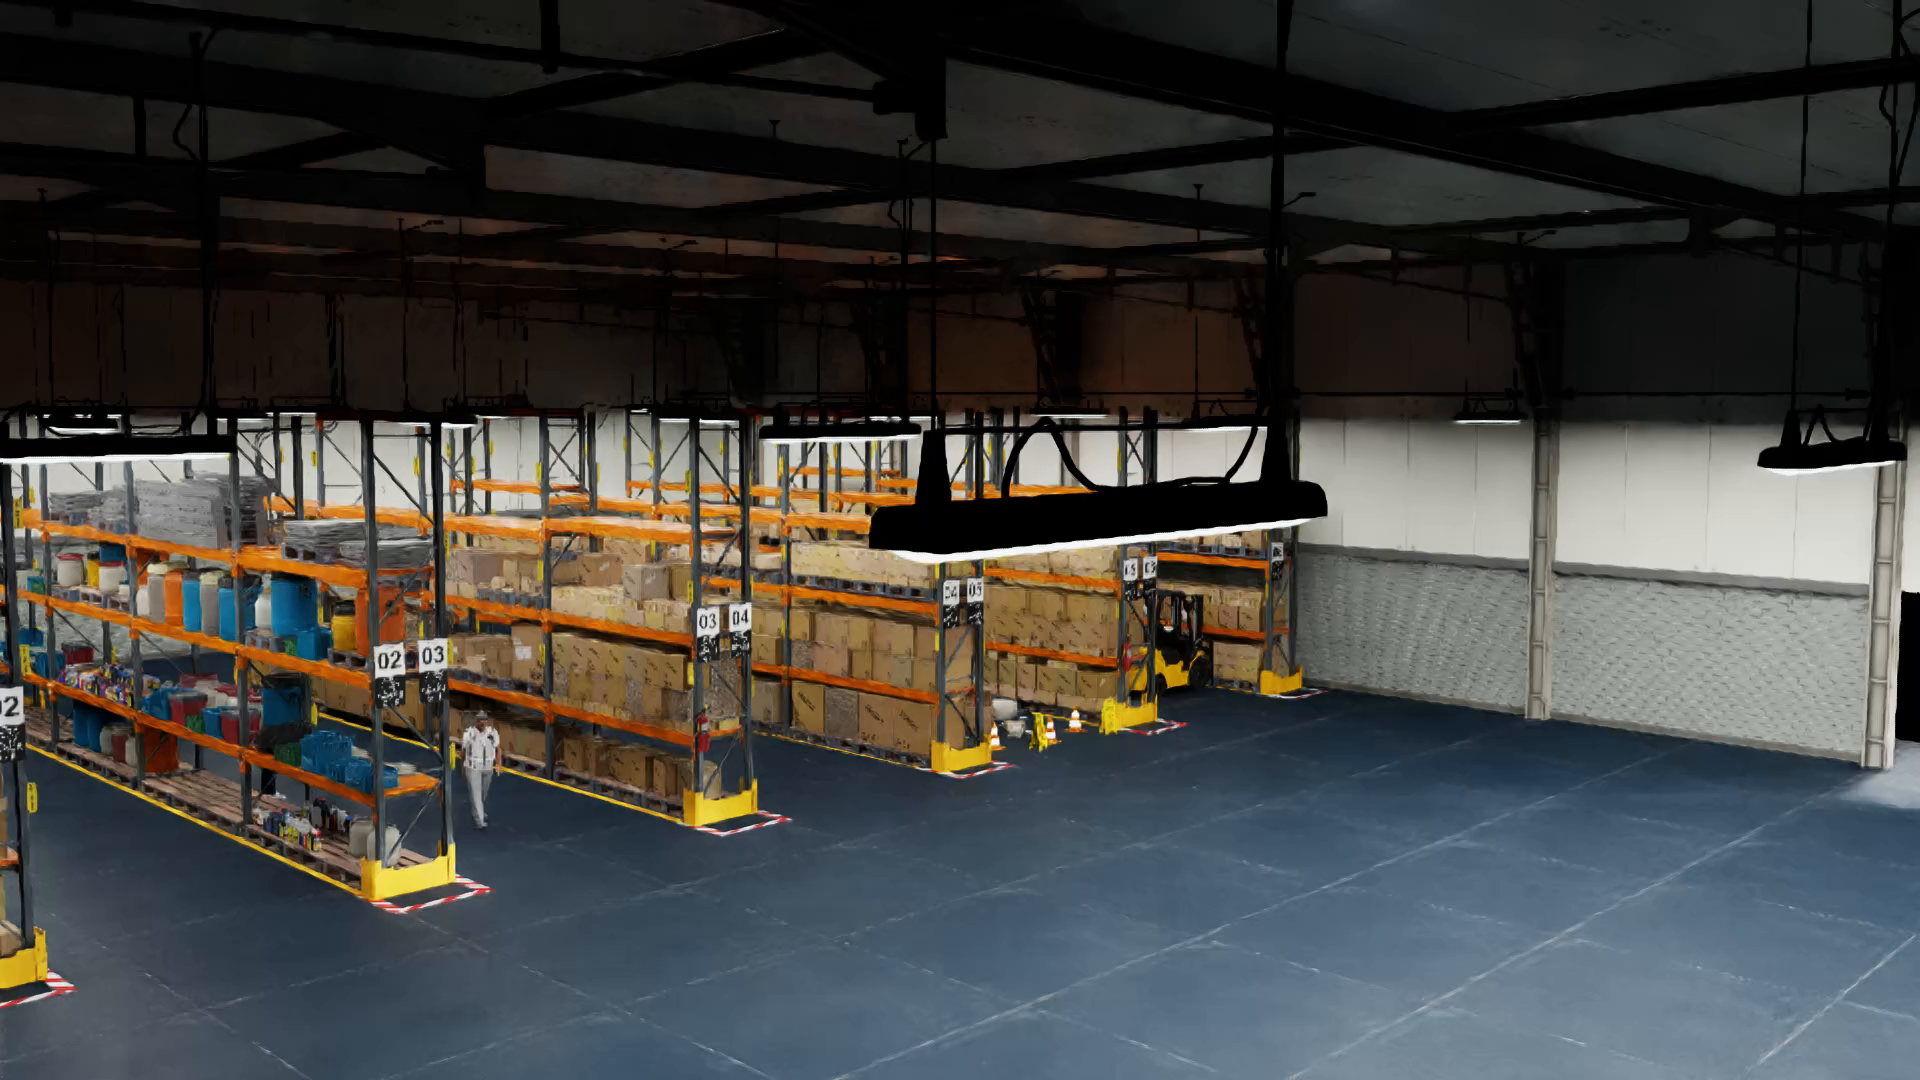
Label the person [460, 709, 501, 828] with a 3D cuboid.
[{"bbox_3d":[-7.006,3.305,24.370,0.532,1.707,1.040,-4,6,-37],"label":"person"}]

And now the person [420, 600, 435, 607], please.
[{"bbox_3d":[-12.690,1.973,39.954,0.519,1.662,0.551,-1,5,-9],"label":"person"}]

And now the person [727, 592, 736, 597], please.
[{"bbox_3d":[-5.236,2.069,37.999,0.648,1.764,0.699,-3,6,-27],"label":"person"}]

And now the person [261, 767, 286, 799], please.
[{"bbox_3d":[-10.729,3.226,25.925,0.490,1.605,0.322,3,6,29],"label":"person"}]
